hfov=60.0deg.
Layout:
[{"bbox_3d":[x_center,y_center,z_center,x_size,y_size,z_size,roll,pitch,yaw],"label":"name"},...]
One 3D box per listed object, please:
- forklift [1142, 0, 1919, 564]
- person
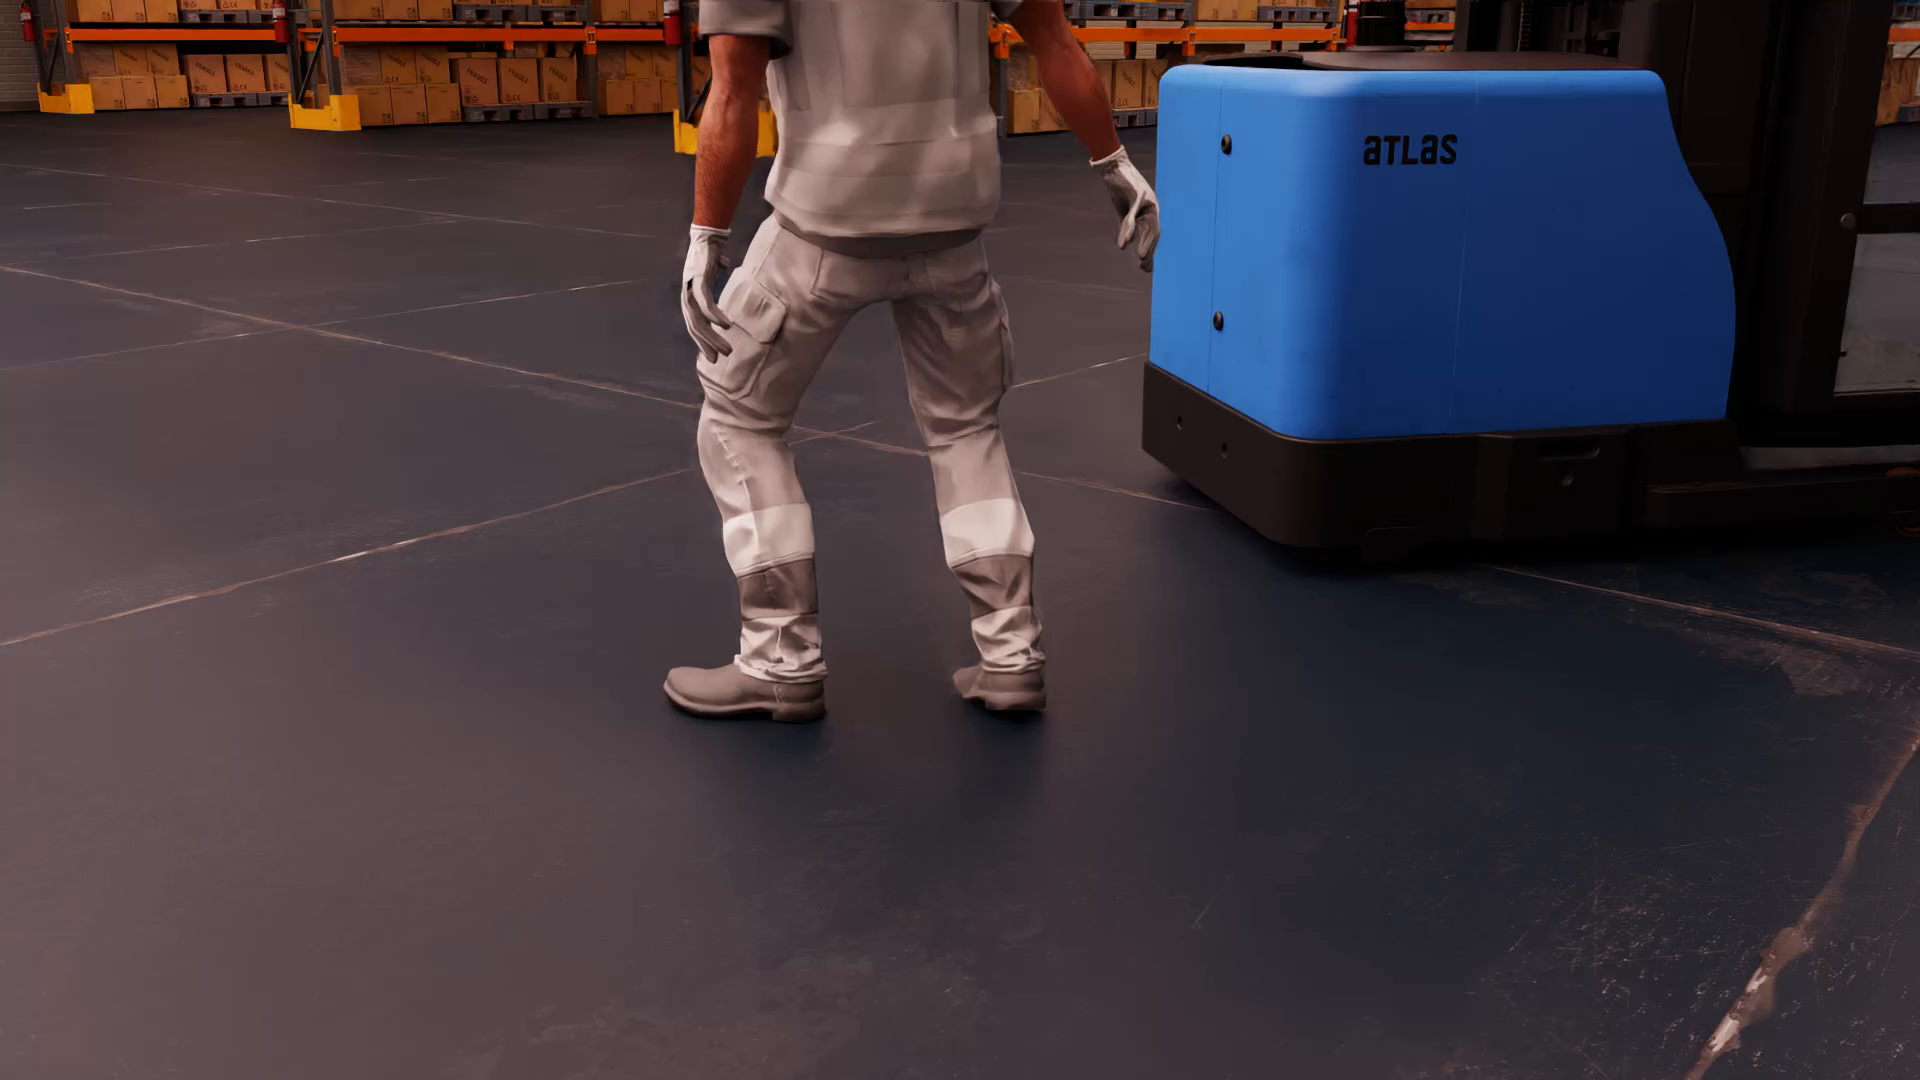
[{"bbox_3d":[2.065,-1.554,4.016,3.031,2.935,1.130,-4,17,-12],"label":"forklift"},{"bbox_3d":[-0.086,-0.533,2.822,0.893,1.750,0.496,-6,18,-20],"label":"person"}]
